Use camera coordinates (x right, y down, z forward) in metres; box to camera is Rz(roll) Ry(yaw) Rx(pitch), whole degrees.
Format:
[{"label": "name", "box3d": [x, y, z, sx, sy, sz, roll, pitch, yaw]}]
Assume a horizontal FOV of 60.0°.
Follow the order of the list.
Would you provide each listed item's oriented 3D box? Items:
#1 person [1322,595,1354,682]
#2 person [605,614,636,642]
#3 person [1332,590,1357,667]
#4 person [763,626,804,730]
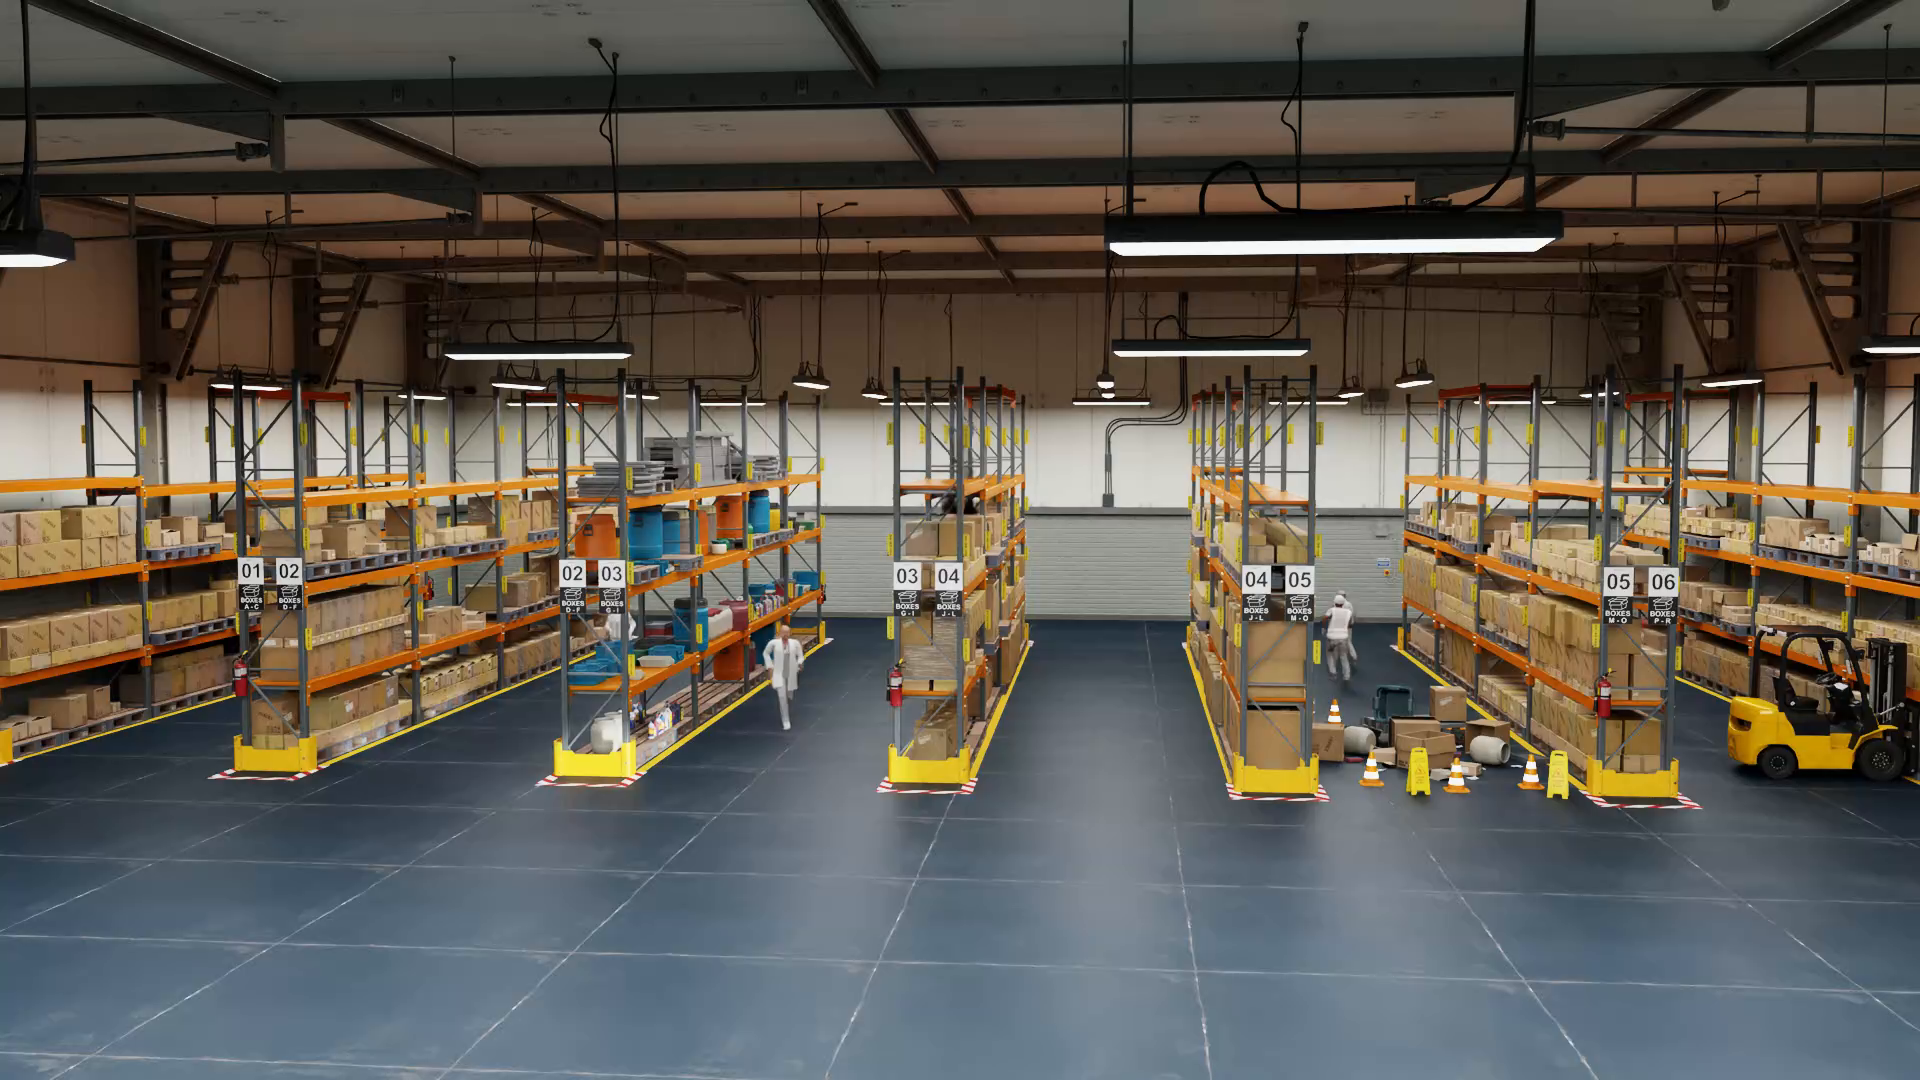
[{"label": "person", "box3d": [7.655, 2.014, 33.754, 0.692, 1.796, 0.889, 0, 4, 2]}, {"label": "person", "box3d": [-7.090, 2.035, 34.515, 0.604, 1.654, 0.538, 0, 4, 5]}, {"label": "person", "box3d": [8.264, 1.922, 35.896, 0.583, 1.662, 0.933, -1, 4, -17]}, {"label": "person", "box3d": [-3.046, 2.346, 28.752, 0.693, 1.762, 0.886, -1, 4, -17]}]
